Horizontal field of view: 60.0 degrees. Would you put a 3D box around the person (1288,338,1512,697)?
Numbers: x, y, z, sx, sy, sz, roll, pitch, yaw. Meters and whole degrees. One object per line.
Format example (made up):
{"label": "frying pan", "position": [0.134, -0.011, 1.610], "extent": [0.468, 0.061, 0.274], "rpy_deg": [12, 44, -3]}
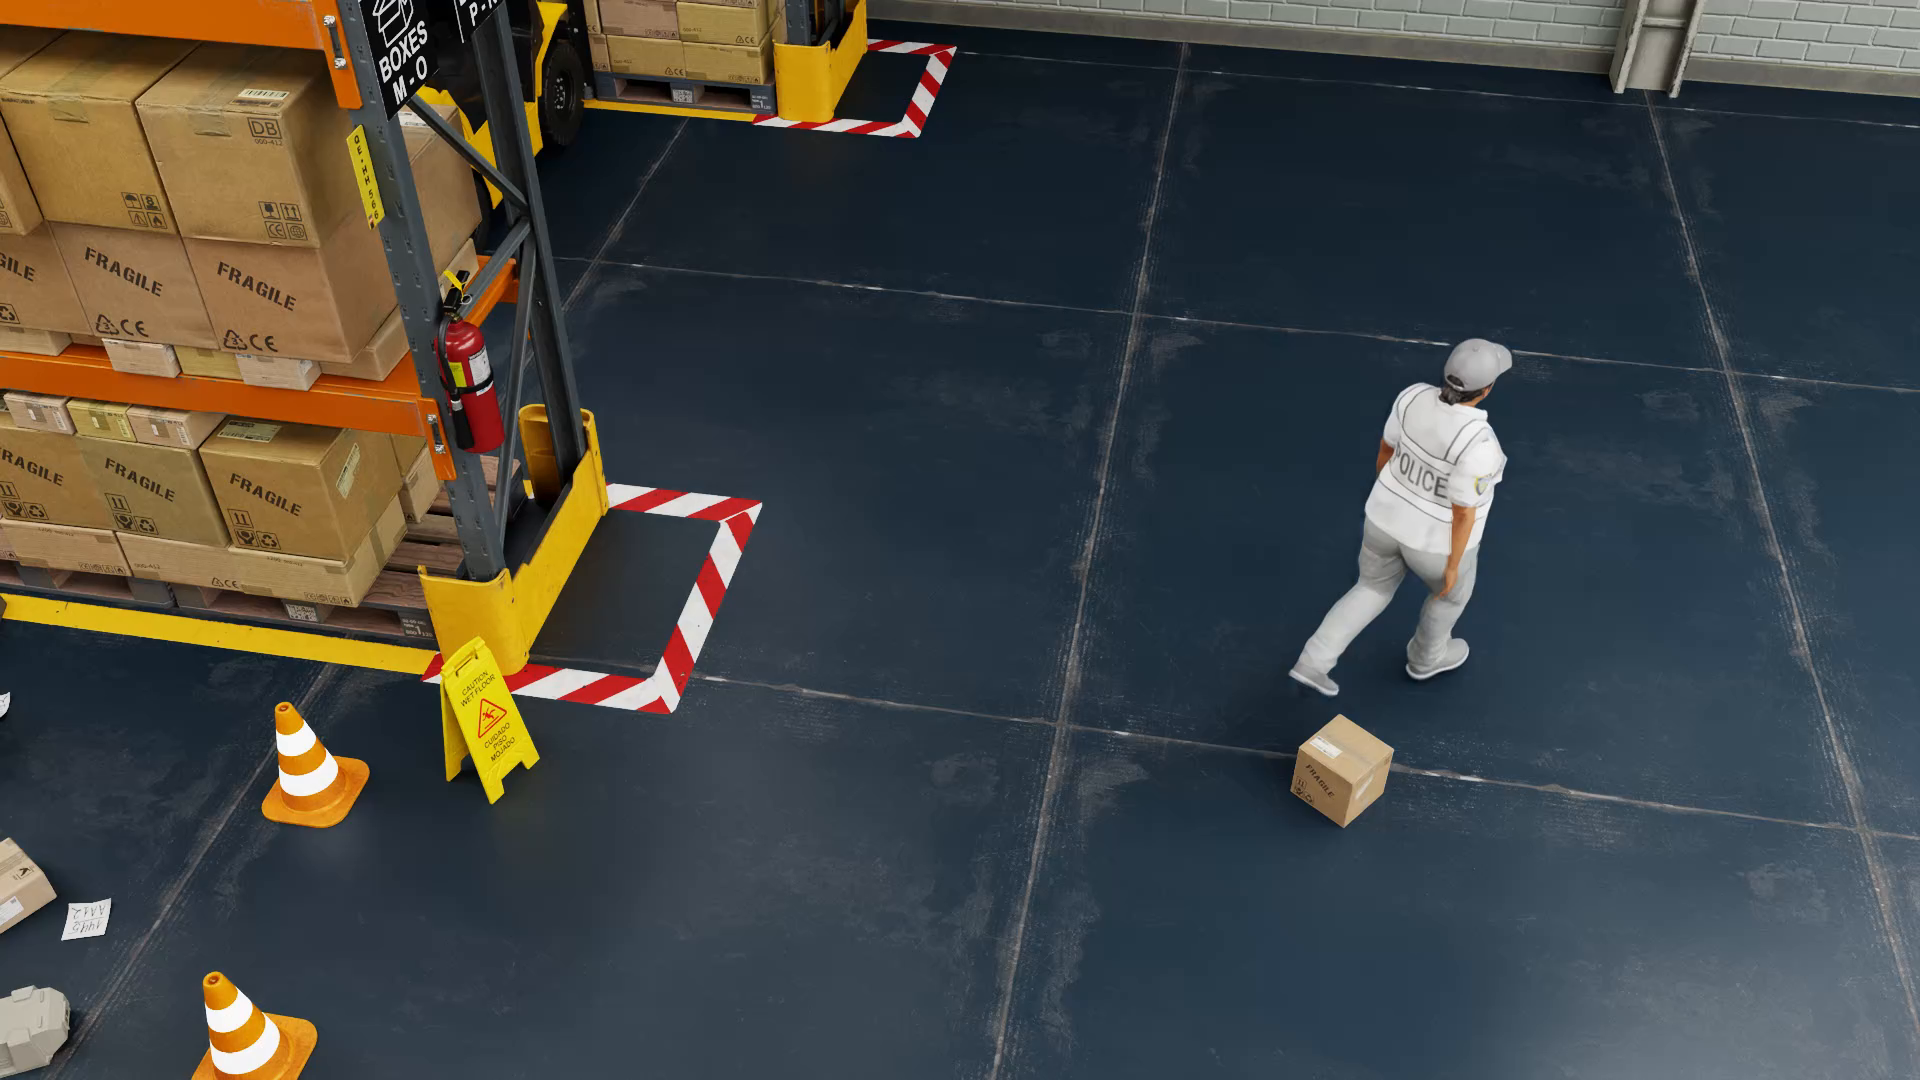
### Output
{"label": "person", "position": [1.683, -0.044, 6.196], "extent": [0.854, 1.623, 0.488], "rpy_deg": [-26, 47, -27]}
